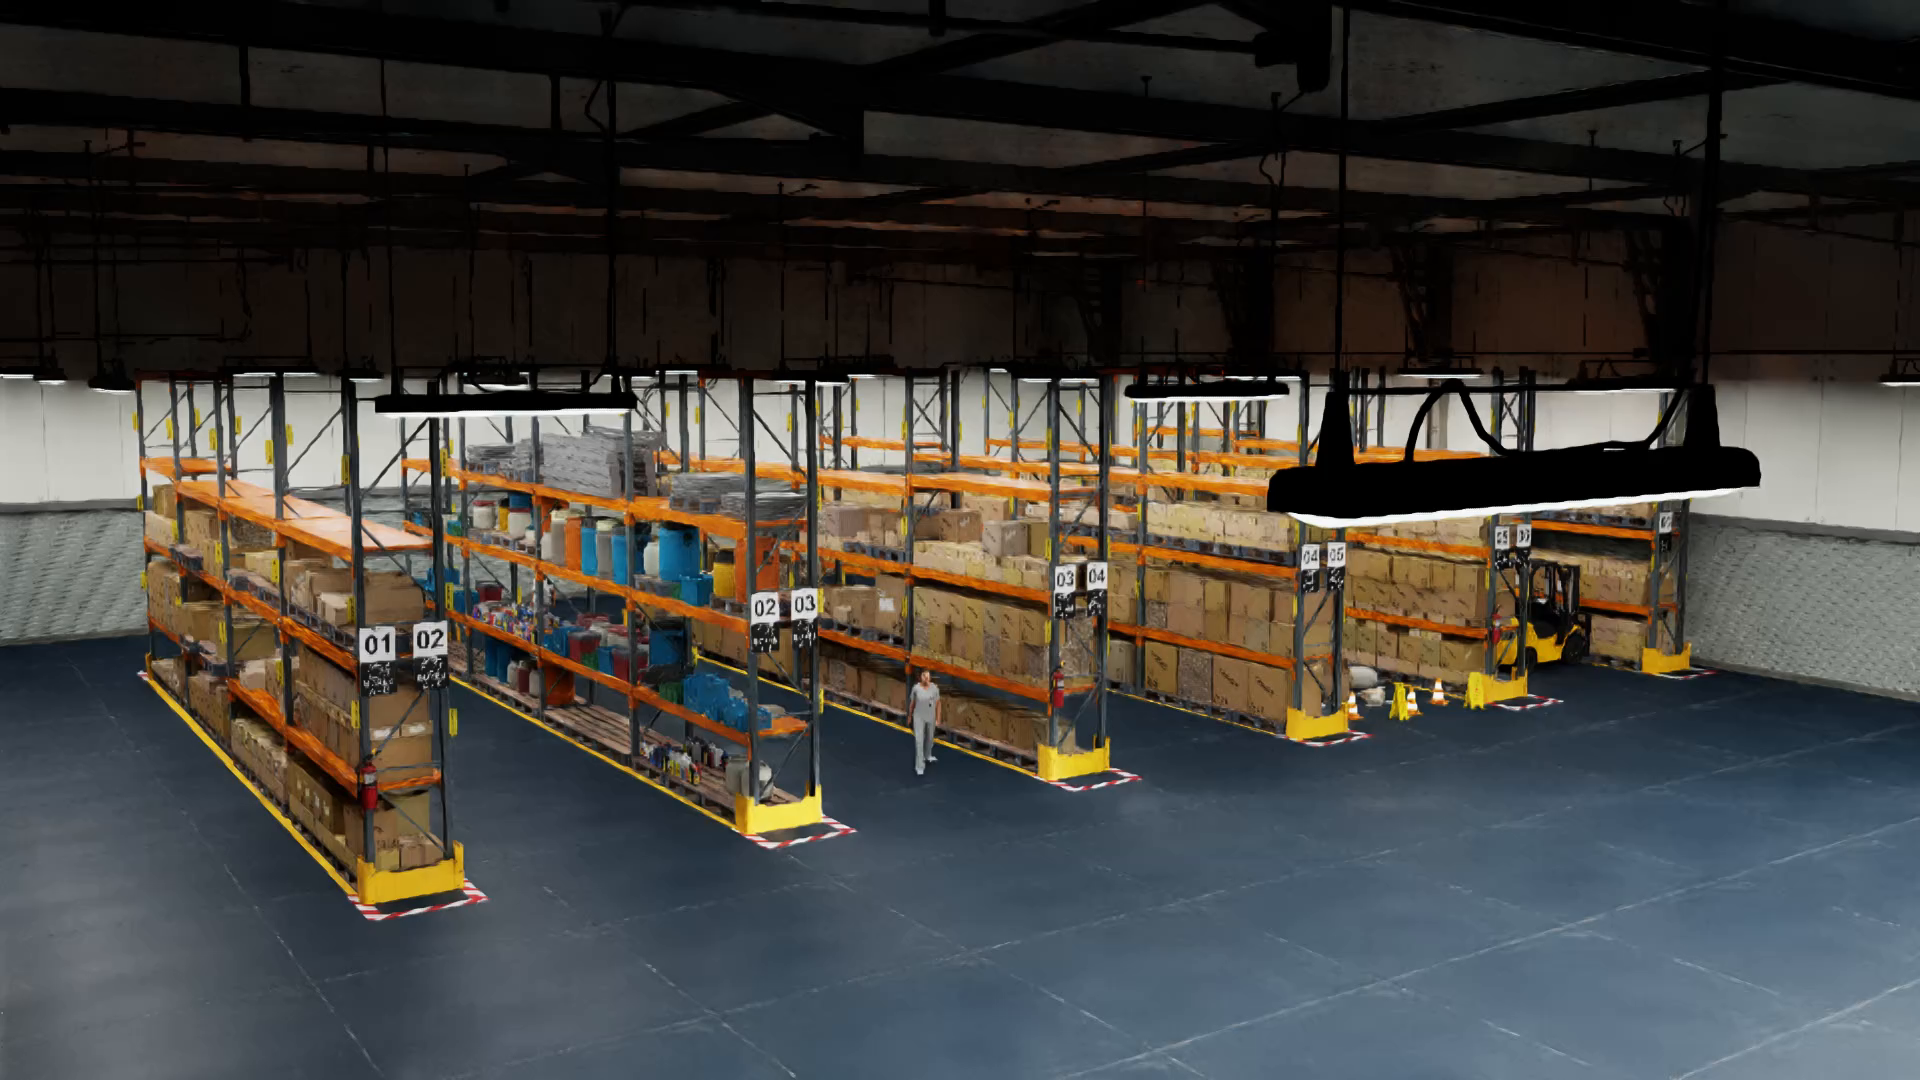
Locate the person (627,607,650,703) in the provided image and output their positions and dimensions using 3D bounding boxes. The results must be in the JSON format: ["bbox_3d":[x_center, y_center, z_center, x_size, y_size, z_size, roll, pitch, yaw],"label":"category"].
[{"bbox_3d":[-5.799,2.063,30.094,0.611,1.726,0.401,4,8,34],"label":"person"}]

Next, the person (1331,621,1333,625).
[{"bbox_3d":[8.363,1.077,38.648,0.586,1.768,0.639,-1,7,-10],"label":"person"}]

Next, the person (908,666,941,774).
[{"bbox_3d":[-0.533,2.689,25.211,0.494,1.609,0.954,-1,7,-13],"label":"person"}]

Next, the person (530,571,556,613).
[{"bbox_3d":[-9.224,1.371,36.870,0.493,1.606,0.991,-4,8,-35],"label":"person"}]

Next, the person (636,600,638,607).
[{"bbox_3d":[-7.687,0.994,39.662,0.658,1.759,0.535,3,7,27],"label":"person"}]
